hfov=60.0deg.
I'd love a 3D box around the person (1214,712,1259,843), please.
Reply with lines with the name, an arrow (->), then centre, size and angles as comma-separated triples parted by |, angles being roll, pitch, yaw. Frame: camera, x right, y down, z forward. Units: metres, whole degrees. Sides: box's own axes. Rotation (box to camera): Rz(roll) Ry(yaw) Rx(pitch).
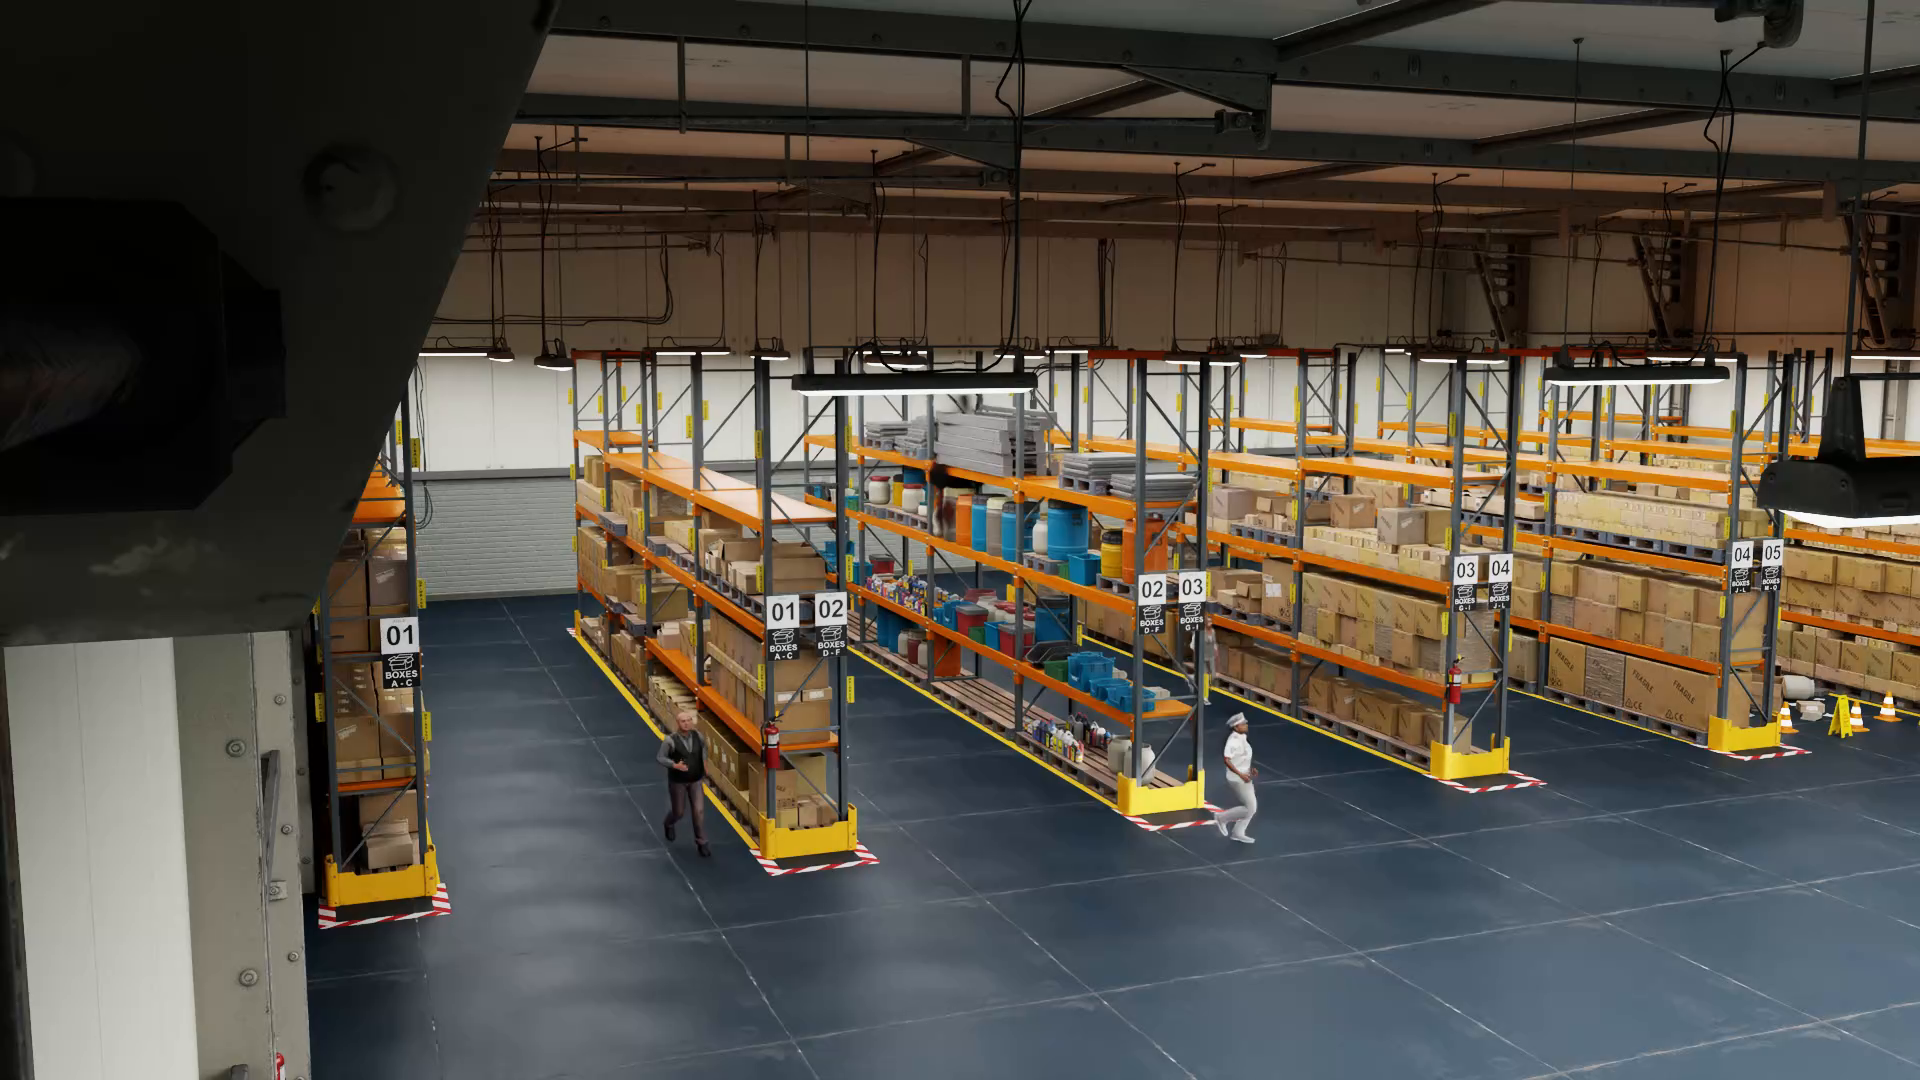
person -> 3.446, 2.957, 20.701 | 0.526, 1.656, 0.593 | 2, 7, 15

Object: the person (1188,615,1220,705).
person -> 4.176, 2.039, 28.495 | 0.520, 1.553, 0.576 | -4, 8, -28

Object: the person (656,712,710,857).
person -> -3.354, 2.939, 20.290 | 0.695, 1.710, 0.970 | -4, 8, -28
